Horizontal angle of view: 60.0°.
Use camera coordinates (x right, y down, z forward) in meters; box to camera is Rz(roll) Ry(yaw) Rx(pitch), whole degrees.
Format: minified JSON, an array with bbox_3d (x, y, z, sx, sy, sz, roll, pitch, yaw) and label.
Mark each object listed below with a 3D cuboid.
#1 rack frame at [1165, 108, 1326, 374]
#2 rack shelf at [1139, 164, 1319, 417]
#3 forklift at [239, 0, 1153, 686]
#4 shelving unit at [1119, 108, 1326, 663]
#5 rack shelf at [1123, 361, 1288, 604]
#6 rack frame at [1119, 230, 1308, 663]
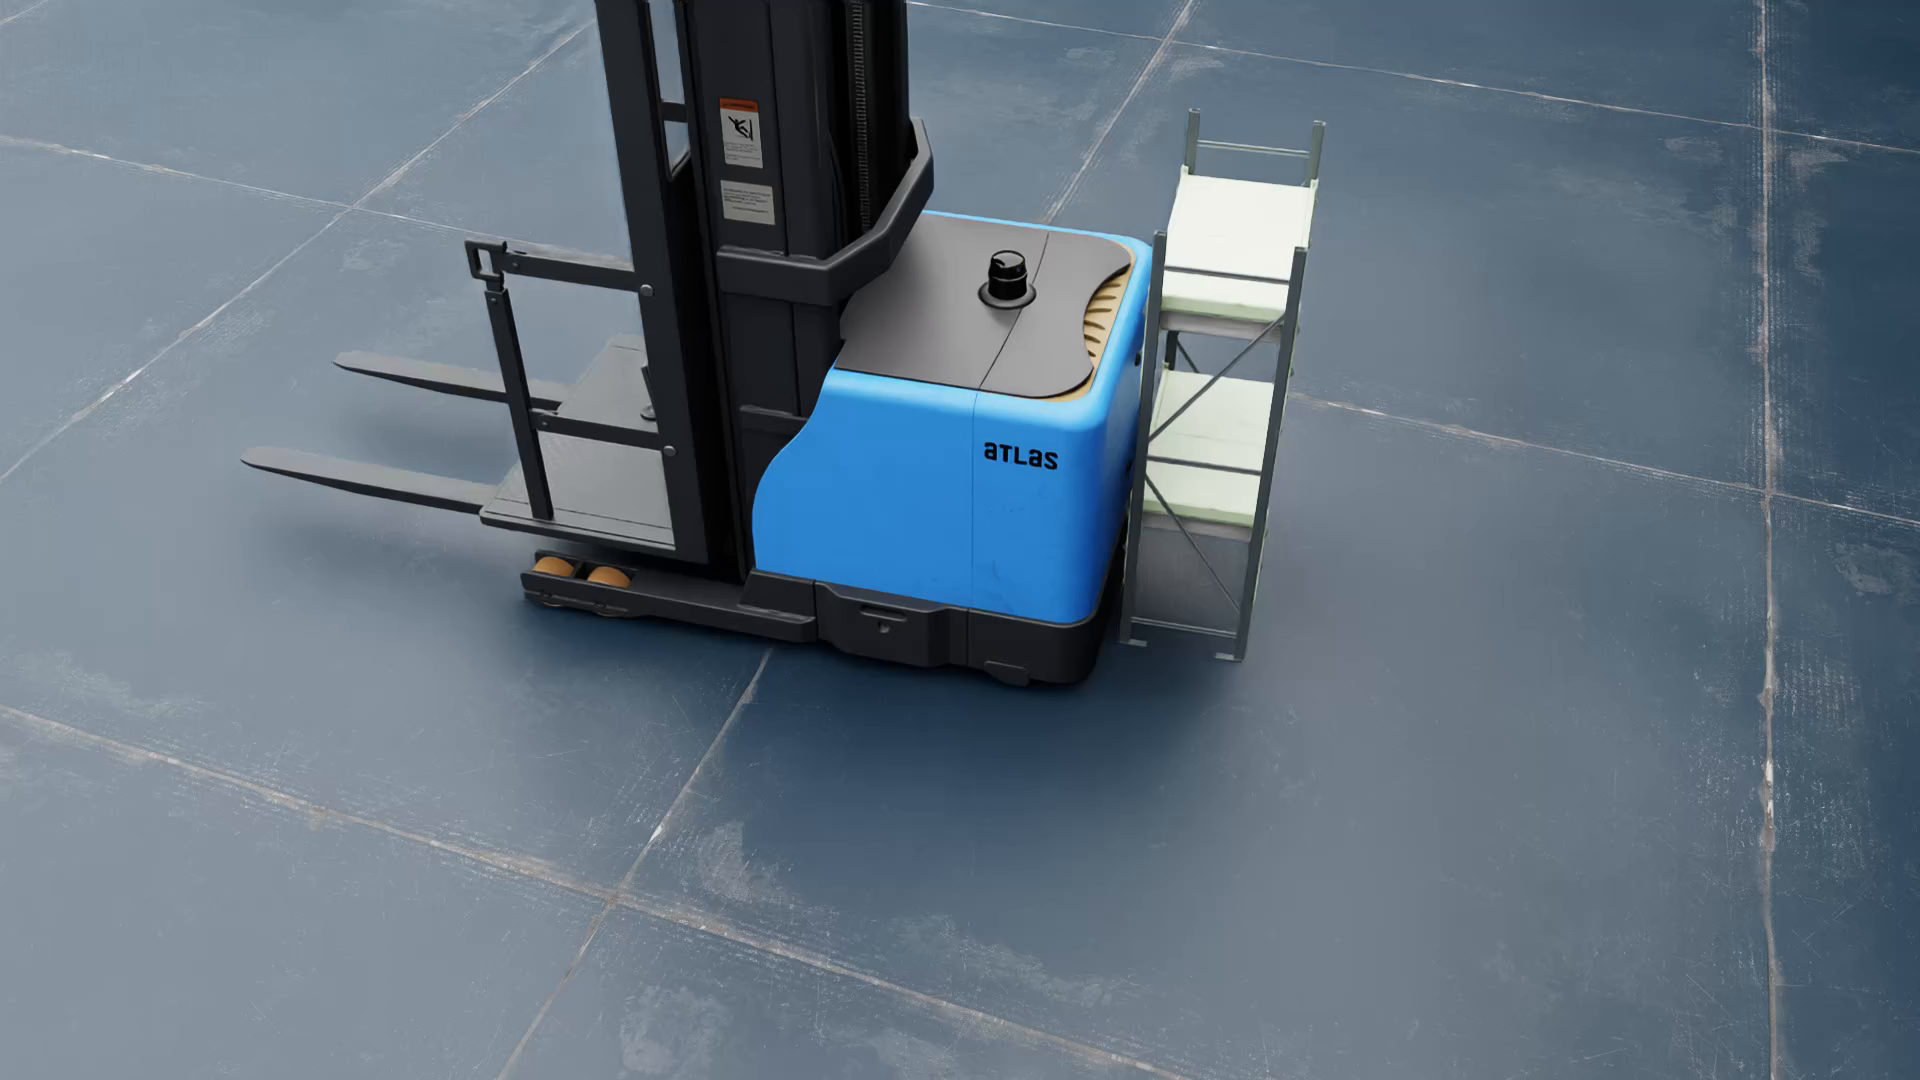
[{"bbox_3d":[0.875,-0.677,5.388,0.400,1.500,0.023,9,41,10],"label":"rack frame"},{"bbox_3d":[0.792,-0.743,4.864,0.431,0.370,0.720,9,41,10],"label":"rack shelf"},{"bbox_3d":[-0.940,-1.183,4.878,3.031,2.935,1.130,10,41,11],"label":"forklift"},{"bbox_3d":[0.792,-0.446,5.117,0.431,1.500,0.755,9,41,10],"label":"shelving unit"},{"bbox_3d":[0.792,-0.198,5.328,0.431,0.370,0.720,9,41,10],"label":"rack shelf"},{"bbox_3d":[0.709,-0.214,4.846,0.400,1.500,0.023,9,41,10],"label":"rack frame"}]
